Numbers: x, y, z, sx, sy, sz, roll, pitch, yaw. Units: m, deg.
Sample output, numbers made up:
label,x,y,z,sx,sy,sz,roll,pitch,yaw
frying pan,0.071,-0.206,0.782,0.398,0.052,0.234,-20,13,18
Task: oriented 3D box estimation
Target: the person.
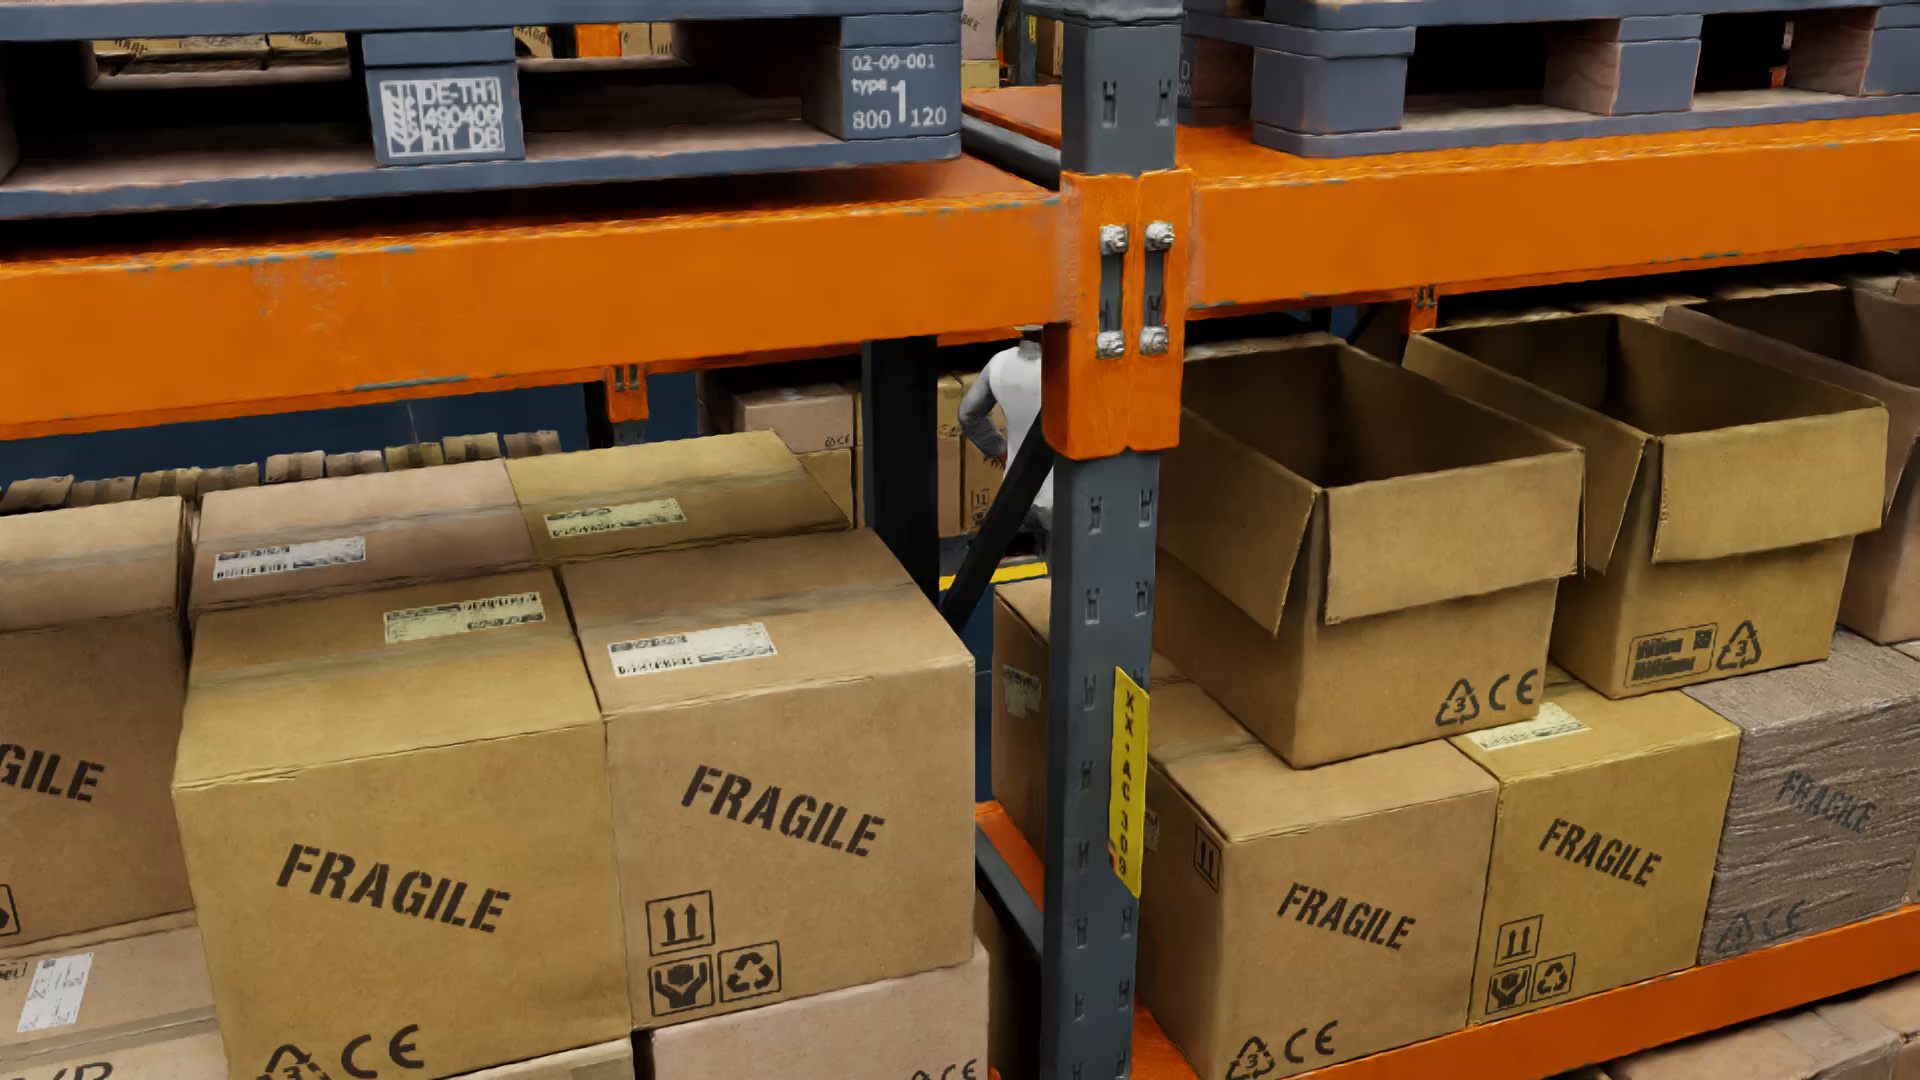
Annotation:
label,x,y,z,sx,sy,sz,roll,pitch,yaw
person,0.450,-0.200,6.538,0.739,1.768,0.703,-16,28,-35
